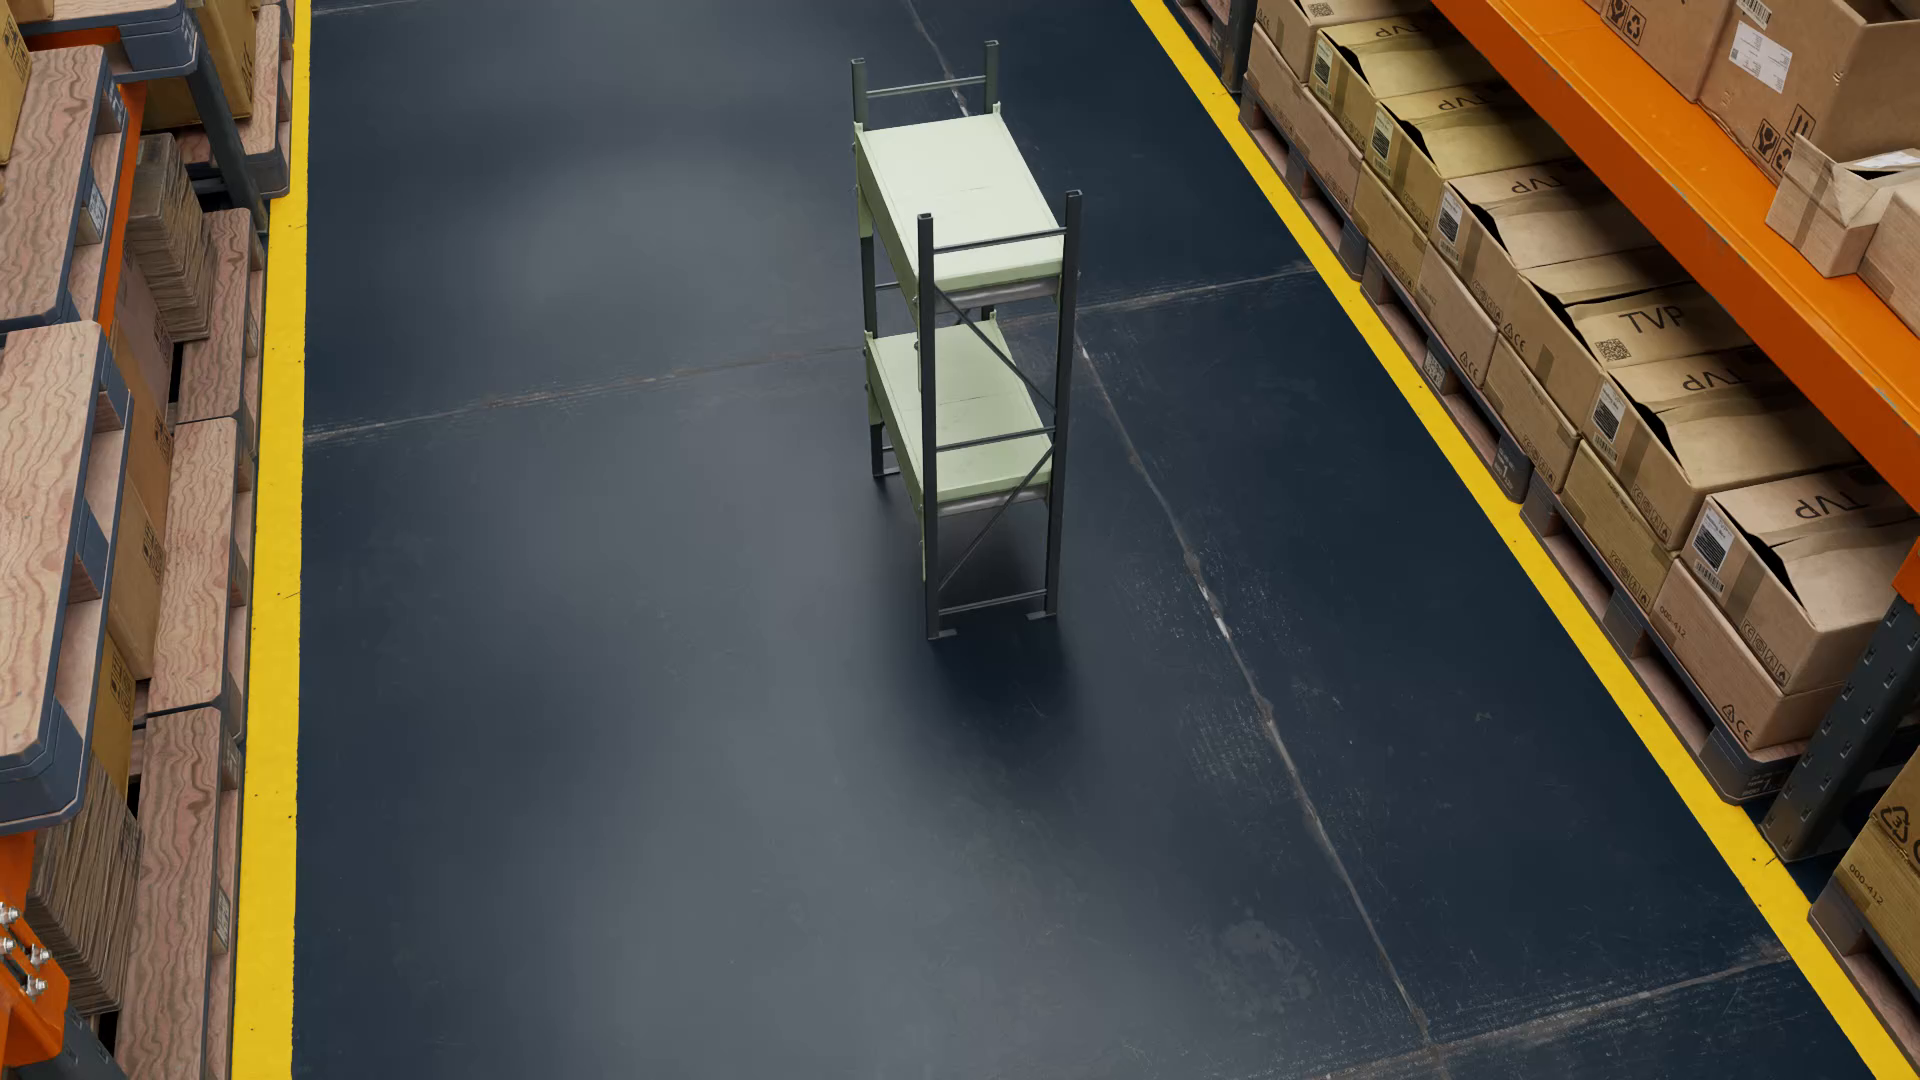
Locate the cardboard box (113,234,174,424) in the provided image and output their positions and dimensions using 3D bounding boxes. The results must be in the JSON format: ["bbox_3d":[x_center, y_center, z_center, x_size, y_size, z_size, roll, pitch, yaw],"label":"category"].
[{"bbox_3d":[-2.909,-0.589,5.169,0.700,0.500,0.500,-11,47,-10],"label":"cardboard box"}]

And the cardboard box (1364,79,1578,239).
[{"bbox_3d":[1.746,-1.335,5.697,0.500,0.311,0.500,-12,47,-11],"label":"cardboard box"}]

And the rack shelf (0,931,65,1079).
[{"bbox_3d":[-1.627,2.220,1.478,1.077,0.370,4.000,-11,47,-10],"label":"rack shelf"}]

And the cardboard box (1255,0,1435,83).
[{"bbox_3d":[1.475,-2.049,6.396,0.500,0.311,0.500,-9,46,-9],"label":"cardboard box"}]

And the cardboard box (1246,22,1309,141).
[{"bbox_3d":[1.475,-1.852,6.596,0.500,0.250,0.500,-11,47,-10],"label":"cardboard box"}]

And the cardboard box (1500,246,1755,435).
[{"bbox_3d":[2.003,-0.632,5.008,0.500,0.311,0.500,-11,47,-10],"label":"cardboard box"}]

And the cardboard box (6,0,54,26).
[{"bbox_3d":[-2.864,-1.660,4.399,0.700,0.500,0.500,-15,47,-14],"label":"cardboard box"}]

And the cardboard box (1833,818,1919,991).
[{"bbox_3d":[2.474,0.870,3.929,0.500,0.250,0.500,-11,47,-10],"label":"cardboard box"}]

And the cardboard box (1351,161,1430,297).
[{"bbox_3d":[1.743,-1.148,5.906,0.500,0.250,0.500,-12,47,-11],"label":"cardboard box"}]

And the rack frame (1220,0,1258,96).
[{"bbox_3d":[1.625,-3.083,6.171,1.000,3.000,0.127,-11,47,-10],"label":"rack frame"}]

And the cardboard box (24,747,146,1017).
[{"bbox_3d":[-2.343,0.803,3.805,0.700,0.500,0.500,-9,46,-9],"label":"cardboard box"}]

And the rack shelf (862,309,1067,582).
[{"bbox_3d":[0.002,-0.292,4.943,0.431,0.370,0.720,-11,47,-10],"label":"rack shelf"}]

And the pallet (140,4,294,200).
[{"bbox_3d":[-3.292,-1.757,6.824,1.003,0.211,1.213,-11,47,-10],"label":"pallet"}]

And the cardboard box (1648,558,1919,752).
[{"bbox_3d":[2.262,0.261,4.525,0.500,0.250,0.500,-11,47,-11],"label":"cardboard box"}]

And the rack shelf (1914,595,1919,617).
[{"bbox_3d":[3.161,1.311,2.368,1.077,0.370,4.000,-11,47,-10],"label":"rack shelf"}]

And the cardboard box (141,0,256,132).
[{"bbox_3d":[-3.224,-2.101,6.420,0.750,0.750,0.750,-11,47,-11],"label":"cardboard box"}]

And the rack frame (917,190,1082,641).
[{"bbox_3d":[0.095,-0.268,4.462,0.400,1.500,0.023,-11,47,-10],"label":"rack frame"}]

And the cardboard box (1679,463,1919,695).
[{"bbox_3d":[2.268,0.071,4.319,0.500,0.311,0.500,-11,47,-10],"label":"cardboard box"}]

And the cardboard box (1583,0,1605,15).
[{"bbox_3d":[2.070,-1.963,5.003,0.500,0.500,0.500,-13,47,-12],"label":"cardboard box"}]

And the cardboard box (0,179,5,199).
[{"bbox_3d":[-2.571,-0.796,3.551,0.700,0.500,0.500,-5,46,-5],"label":"cardboard box"}]

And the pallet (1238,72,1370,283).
[{"bbox_3d":[1.798,-1.531,6.603,1.003,0.211,1.213,-11,47,-10],"label":"pallet"}]

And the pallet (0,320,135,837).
[{"bbox_3d":[-2.194,0.100,3.186,1.003,0.211,1.213,-11,47,-10],"label":"pallet"}]

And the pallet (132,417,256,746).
[{"bbox_3d":[-2.656,0.182,4.924,1.003,0.211,1.213,-11,47,-10],"label":"pallet"}]

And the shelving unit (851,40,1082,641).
[{"bbox_3d":[0.002,-0.520,4.710,0.431,1.500,0.755,-11,47,-10],"label":"shelving unit"}]

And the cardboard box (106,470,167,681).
[{"bbox_3d":[-2.616,0.096,4.498,0.700,0.500,0.500,-10,46,-10],"label":"cardboard box"}]

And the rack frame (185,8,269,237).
[{"bbox_3d":[-3.163,-2.175,5.281,1.000,3.000,0.127,-11,47,-10],"label":"rack frame"}]

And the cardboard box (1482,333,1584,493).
[{"bbox_3d":[2.003,-0.442,5.214,0.500,0.250,0.500,-10,46,-9],"label":"cardboard box"}]

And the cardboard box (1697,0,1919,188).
[{"bbox_3d":[2.333,-1.253,4.308,0.500,0.500,0.500,-8,46,-7],"label":"cardboard box"}]

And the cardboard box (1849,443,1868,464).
[{"bbox_3d":[2.661,-0.380,4.760,0.500,0.311,0.500,-11,47,-11],"label":"cardboard box"}]

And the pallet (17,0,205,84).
[{"bbox_3d":[-2.878,-1.635,4.886,1.213,0.211,1.003,-11,47,-10],"label":"pallet"}]

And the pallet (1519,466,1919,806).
[{"bbox_3d":[2.422,0.153,4.952,1.003,0.211,1.213,-11,47,-10],"label":"pallet"}]

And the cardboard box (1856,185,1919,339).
[{"bbox_3d":[2.480,-0.601,3.844,0.500,0.250,0.500,-8,46,-8],"label":"cardboard box"}]
